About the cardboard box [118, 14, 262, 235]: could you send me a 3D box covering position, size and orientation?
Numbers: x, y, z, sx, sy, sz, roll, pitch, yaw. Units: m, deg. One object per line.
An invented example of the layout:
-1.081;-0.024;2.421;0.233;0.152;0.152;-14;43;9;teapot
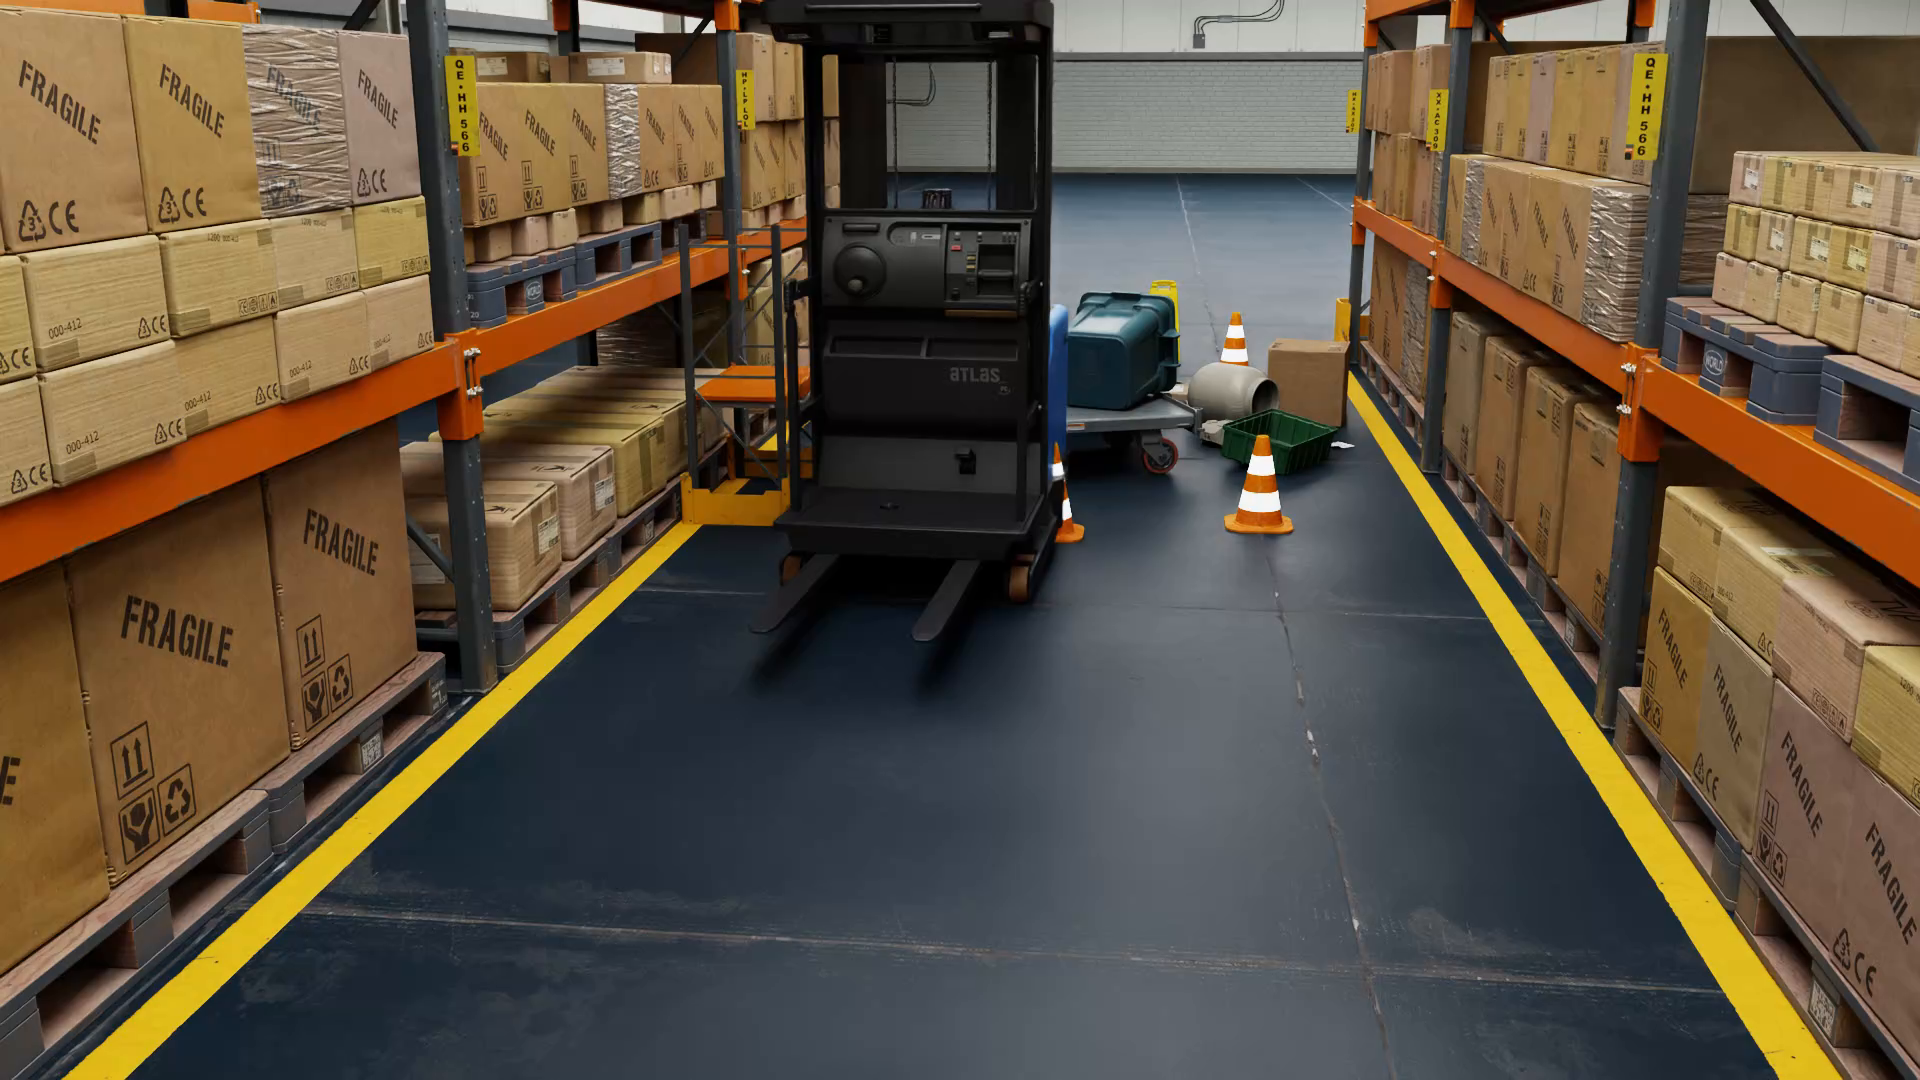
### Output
-2.127;-1.036;4.140;0.500;0.500;0.500;2;15;6;cardboard box

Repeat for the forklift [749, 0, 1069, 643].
-0.183;-1.241;7.138;1.130;2.935;3.031;3;15;9;forklift

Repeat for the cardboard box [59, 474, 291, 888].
-2.481;0.322;4.491;0.875;0.875;0.875;2;15;7;cardboard box

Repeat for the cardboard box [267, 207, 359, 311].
-2.073;-0.812;4.747;0.500;0.250;0.500;1;15;5;cardboard box

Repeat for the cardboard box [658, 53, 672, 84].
-1.657;-2.348;8.292;0.380;0.149;0.250;1;15;5;cardboard box

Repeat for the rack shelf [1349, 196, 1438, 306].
3.391;-1.998;11.183;1.077;0.370;4.000;2;15;6;rack shelf

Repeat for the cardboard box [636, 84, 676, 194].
-1.708;-1.952;8.068;0.500;0.500;0.500;2;15;8;cardboard box

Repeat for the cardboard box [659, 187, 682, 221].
-1.614;-1.684;8.321;0.380;0.149;0.250;2;15;7;cardboard box

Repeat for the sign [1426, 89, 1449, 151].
2.613;-2.299;9.107;0.100;0.325;0.005;2;15;6;sign

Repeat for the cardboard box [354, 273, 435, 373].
-2.015;-0.698;5.283;0.500;0.250;0.500;1;15;4;cardboard box

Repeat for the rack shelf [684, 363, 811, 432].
-1.071;-0.767;8.812;0.538;0.185;1.000;1;15;5;rack shelf

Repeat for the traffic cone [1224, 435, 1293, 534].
1.513;-0.299;8.380;0.336;0.463;0.334;2;15;6;traffic cone

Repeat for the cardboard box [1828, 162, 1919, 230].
2.379;-0.842;4.066;0.380;0.149;0.250;1;15;4;cardboard box

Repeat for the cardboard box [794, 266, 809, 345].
-1.321;-1.602;11.368;0.500;0.500;0.500;3;15;9;cardboard box

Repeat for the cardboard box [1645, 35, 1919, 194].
2.774;-1.436;5.620;0.700;0.500;0.500;2;15;6;cardboard box

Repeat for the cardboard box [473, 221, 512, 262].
-1.929;-1.141;6.314;0.380;0.149;0.250;1;15;3;cardboard box

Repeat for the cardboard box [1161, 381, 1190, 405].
1.529;-1.007;11.377;0.396;0.266;0.258;4;16;16;cardboard box

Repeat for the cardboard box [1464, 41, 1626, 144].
3.241;-2.515;9.361;0.875;0.550;0.550;2;15;6;cardboard box

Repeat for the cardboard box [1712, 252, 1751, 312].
2.463;-0.761;4.905;0.380;0.149;0.250;1;15;5;cardboard box

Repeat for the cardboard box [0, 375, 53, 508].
-2.225;-0.172;3.339;0.500;0.250;0.500;2;15;6;cardboard box

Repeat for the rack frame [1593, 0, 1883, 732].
2.714;-0.789;5.334;1.000;3.000;0.127;2;15;6;rack frame

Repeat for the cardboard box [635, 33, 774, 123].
-1.500;-2.729;9.829;0.700;0.500;0.500;2;15;6;cardboard box

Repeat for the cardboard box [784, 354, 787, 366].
-1.381;-1.106;10.967;0.500;0.250;0.500;3;15;9;cardboard box

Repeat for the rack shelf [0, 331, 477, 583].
-2.442;-0.043;3.952;1.077;0.370;4.000;2;15;6;rack shelf

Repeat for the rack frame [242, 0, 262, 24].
-6.246;-3.129;13.987;1.000;3.000;0.127;2;15;6;rack frame

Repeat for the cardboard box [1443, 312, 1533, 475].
3.184;-0.780;8.805;1.050;0.750;0.750;2;15;6;cardboard box

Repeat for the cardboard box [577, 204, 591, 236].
-1.859;-1.421;7.348;0.380;0.149;0.250;2;15;8;cardboard box

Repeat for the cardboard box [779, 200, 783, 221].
-1.372;-2.167;10.912;0.380;0.149;0.250;2;15;6;cardboard box

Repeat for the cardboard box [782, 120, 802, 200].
-1.335;-2.505;10.917;0.500;0.500;0.500;2;15;6;cardboard box

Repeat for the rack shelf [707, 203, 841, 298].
-1.539;-2.118;11.626;1.077;0.370;4.000;2;15;6;rack shelf

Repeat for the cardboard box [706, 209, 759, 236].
-1.411;-1.897;9.913;0.380;0.149;0.250;2;15;6;cardboard box

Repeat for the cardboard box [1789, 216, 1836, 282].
2.404;-0.755;4.315;0.380;0.149;0.250;1;15;5;cardboard box

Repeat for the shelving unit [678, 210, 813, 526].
-1.072;-0.938;8.757;0.587;1.500;1.083;1;15;5;shelving unit

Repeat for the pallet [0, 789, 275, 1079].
-2.520;0.955;4.226;1.003;0.211;1.213;2;15;6;pallet

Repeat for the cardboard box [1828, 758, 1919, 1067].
2.216;0.787;3.490;0.500;0.500;0.500;1;15;5;cardboard box

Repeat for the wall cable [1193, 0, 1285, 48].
7.243;-15.735;42.598;2.305;6.003;0.169;2;15;6;wall cable

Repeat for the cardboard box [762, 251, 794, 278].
-1.300;-1.806;10.878;0.380;0.149;0.250;2;15;8;cardboard box

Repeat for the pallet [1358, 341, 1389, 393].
3.604;-1.308;12.596;1.003;0.211;1.213;2;15;6;pallet

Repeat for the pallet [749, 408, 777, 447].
-1.724;-0.775;10.625;1.003;0.211;1.213;2;15;6;pallet

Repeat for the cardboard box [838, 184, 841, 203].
-1.112;-2.624;12.602;0.380;0.149;0.250;1;15;5;cardboard box

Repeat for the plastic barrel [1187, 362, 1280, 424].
1.769;-0.922;10.763;0.421;0.421;0.512;-14;20;-42;plastic barrel

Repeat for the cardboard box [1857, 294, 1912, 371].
2.346;-0.482;3.874;0.380;0.149;0.250;2;15;8;cardboard box

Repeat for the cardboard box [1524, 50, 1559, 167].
3.001;-1.964;7.572;0.700;0.500;0.500;2;15;7;cardboard box

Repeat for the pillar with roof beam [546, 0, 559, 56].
-1.588;-8.856;23.675;9.100;9.000;0.400;2;15;6;pillar with roof beam

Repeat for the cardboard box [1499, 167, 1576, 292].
2.665;-1.354;7.232;0.500;0.500;0.500;2;15;7;cardboard box

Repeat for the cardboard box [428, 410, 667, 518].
-1.976;-0.377;8.041;0.950;0.372;0.625;2;15;8;cardboard box

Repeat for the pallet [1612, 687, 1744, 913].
2.624;0.759;4.949;1.003;0.211;1.213;2;15;6;pallet

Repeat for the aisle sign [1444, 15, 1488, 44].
3.922;-4.129;12.704;0.394;0.787;0.004;2;15;6;aisle sign

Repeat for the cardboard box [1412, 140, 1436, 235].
3.234;-2.138;10.037;0.875;0.550;0.550;2;15;6;cardboard box

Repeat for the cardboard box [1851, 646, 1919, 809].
2.212;0.419;3.413;0.500;0.250;0.500;1;15;4;cardboard box

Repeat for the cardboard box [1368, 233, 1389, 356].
3.605;-1.863;12.573;0.875;0.875;0.875;2;15;7;cardboard box

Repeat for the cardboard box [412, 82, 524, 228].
-1.935;-1.413;6.076;0.500;0.500;0.500;1;15;5;cardboard box

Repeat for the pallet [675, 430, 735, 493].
-1.851;-0.398;9.230;1.003;0.211;1.213;2;15;6;pallet

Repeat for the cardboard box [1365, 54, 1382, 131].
3.536;-3.363;12.496;0.875;0.550;0.550;2;15;6;cardboard box
